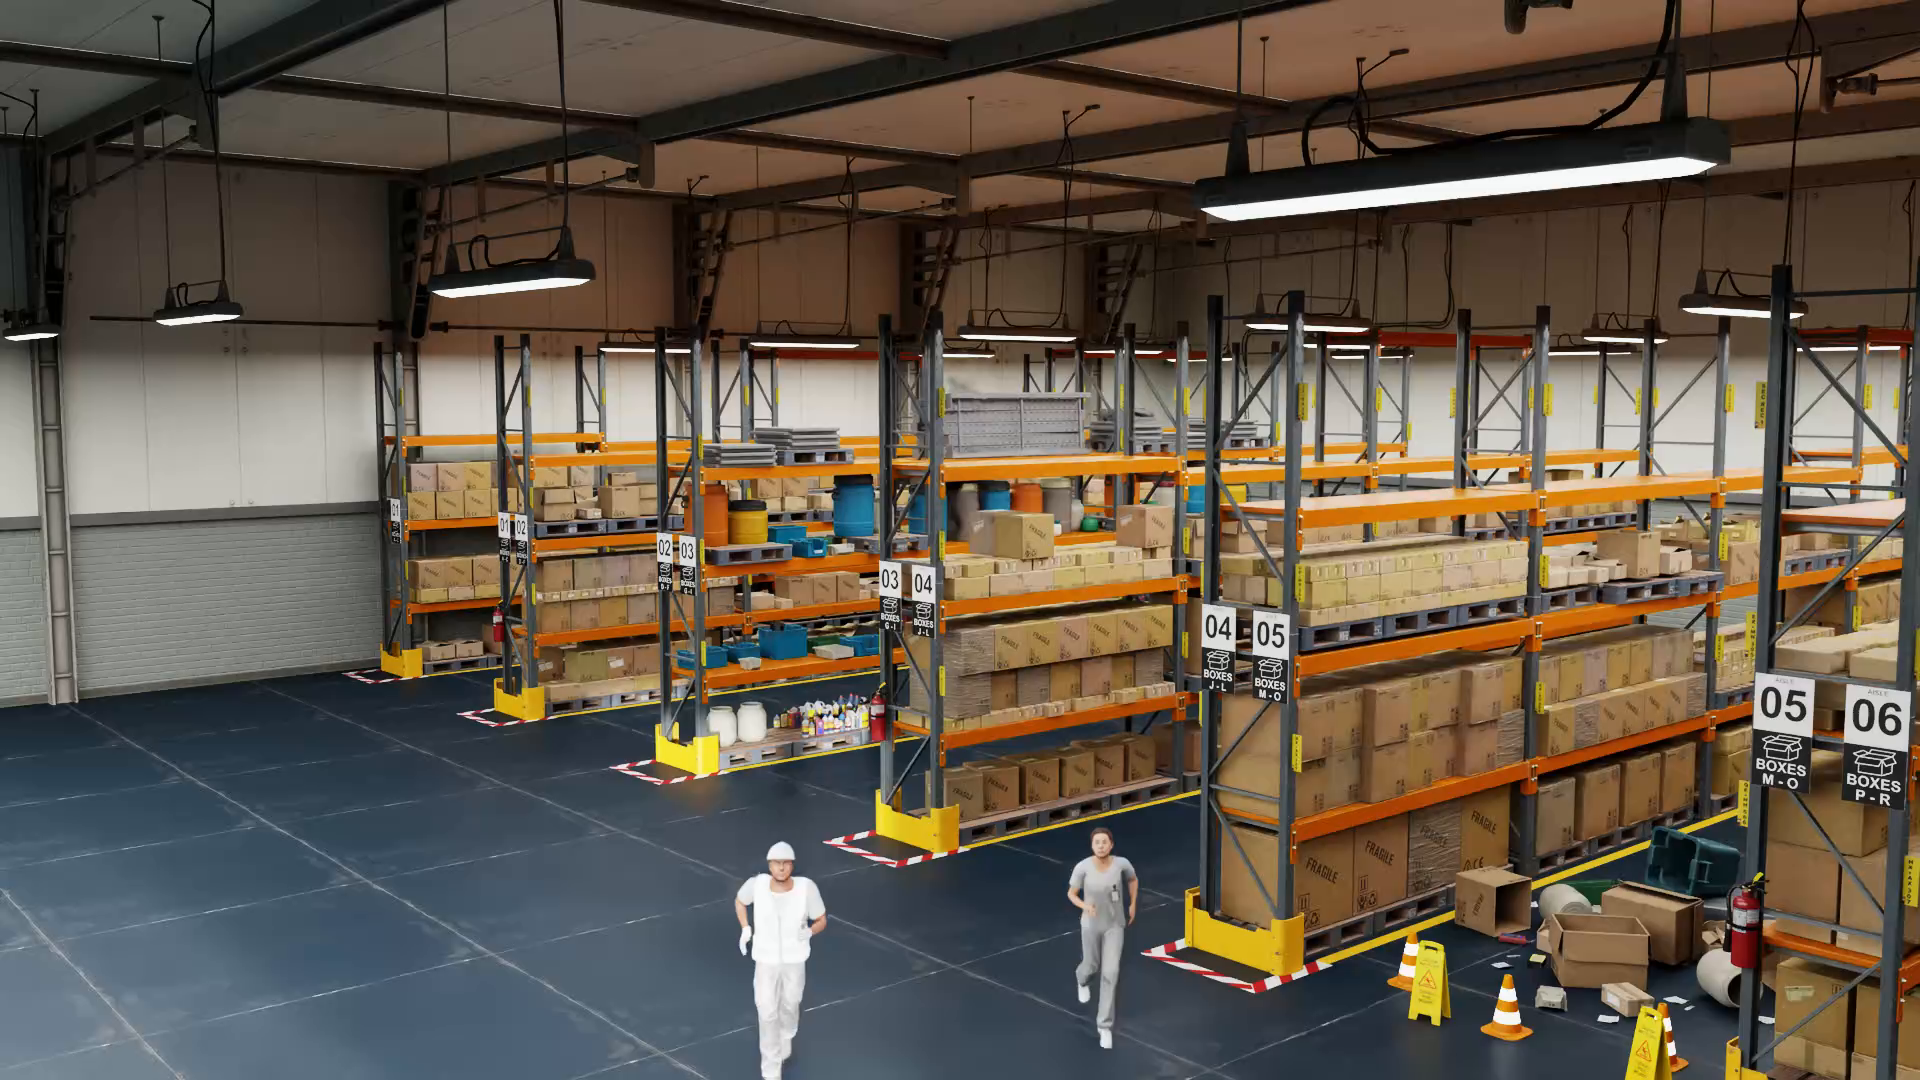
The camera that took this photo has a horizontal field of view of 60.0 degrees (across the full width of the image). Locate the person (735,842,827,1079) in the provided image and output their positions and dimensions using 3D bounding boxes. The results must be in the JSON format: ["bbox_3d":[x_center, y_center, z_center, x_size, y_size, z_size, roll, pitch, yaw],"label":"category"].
[{"bbox_3d":[-1.325,3.137,12.381,0.673,1.819,0.937,-1,5,-9],"label":"person"}]

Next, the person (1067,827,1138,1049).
[{"bbox_3d":[1.152,3.119,13.416,0.577,1.675,0.950,0,5,2],"label":"person"}]

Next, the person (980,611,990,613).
[{"bbox_3d":[0.498,1.350,28.606,0.648,1.820,0.857,5,7,42],"label":"person"}]
